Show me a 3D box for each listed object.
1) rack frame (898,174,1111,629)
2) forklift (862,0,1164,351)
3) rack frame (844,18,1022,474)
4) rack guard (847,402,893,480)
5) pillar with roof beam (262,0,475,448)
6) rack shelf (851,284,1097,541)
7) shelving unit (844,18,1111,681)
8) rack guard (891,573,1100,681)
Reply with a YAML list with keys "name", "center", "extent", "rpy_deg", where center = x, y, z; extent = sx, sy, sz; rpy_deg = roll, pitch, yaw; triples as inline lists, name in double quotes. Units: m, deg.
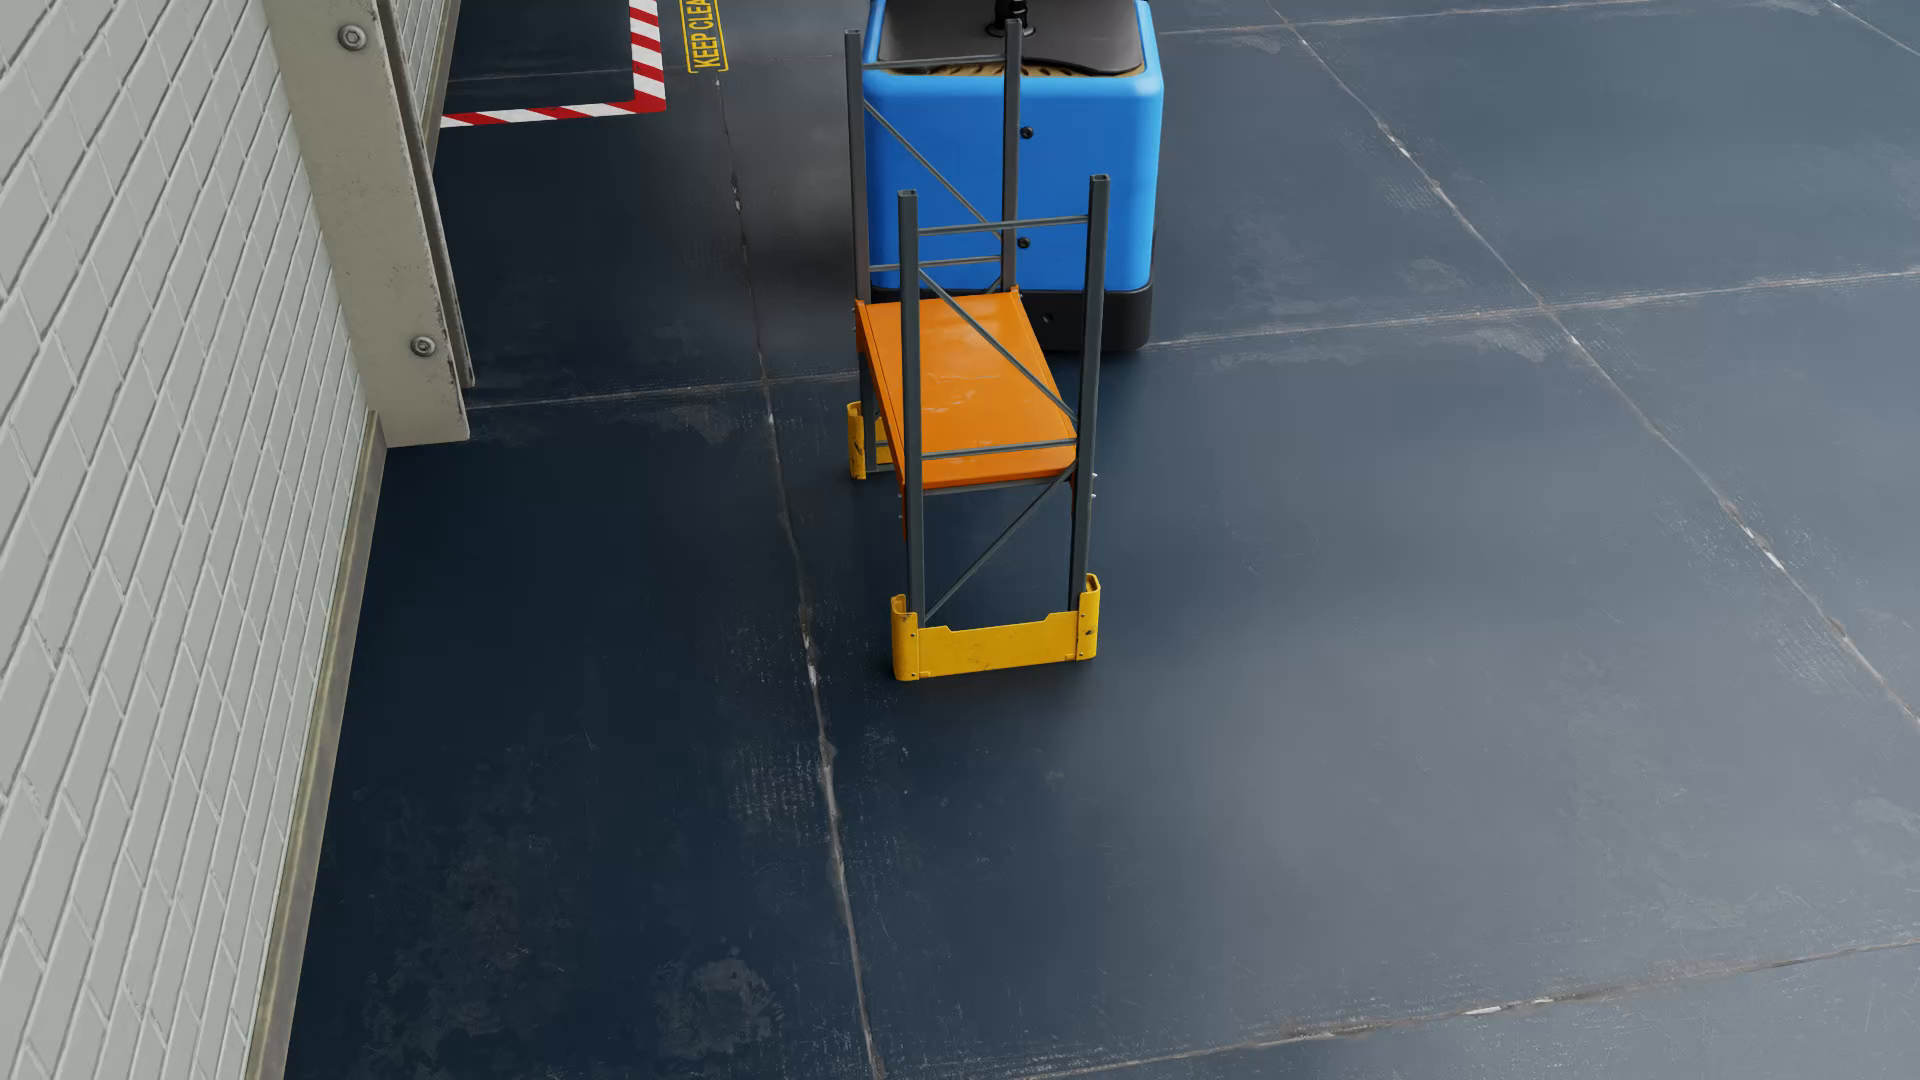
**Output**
- name: "rack frame"
  center: [0.104, -0.234, 4.328]
  extent: [0.500, 1.500, 0.032]
  rpy_deg: [-6, 38, -8]
- name: "forklift"
  center: [0.199, -2.717, 6.358]
  extent: [1.130, 2.935, 3.031]
  rpy_deg: [1, 38, 1]
- name: "rack frame"
  center: [-0.074, -0.848, 5.119]
  extent: [0.500, 1.500, 0.032]
  rpy_deg: [-6, 38, -8]
- name: "rack guard"
  center: [-0.074, -0.353, 5.501]
  extent: [0.587, 0.250, 0.087]
  rpy_deg: [-6, 38, -8]
- name: "pillar with roof beam"
  center: [2.370, -4.463, 3.660]
  extent: [9.100, 9.000, 0.400]
  rpy_deg: [-6, 38, -8]
- name: "rack shelf"
  center: [0.015, -0.399, 4.834]
  extent: [0.538, 0.185, 1.000]
  rpy_deg: [-6, 38, -8]
- name: "shelving unit"
  center: [0.013, -0.546, 4.731]
  extent: [0.587, 1.500, 1.083]
  rpy_deg: [-6, 38, -8]
- name: "rack guard"
  center: [0.101, 0.248, 4.727]
  extent: [0.587, 0.250, 0.087]
  rpy_deg: [-6, 38, -8]
